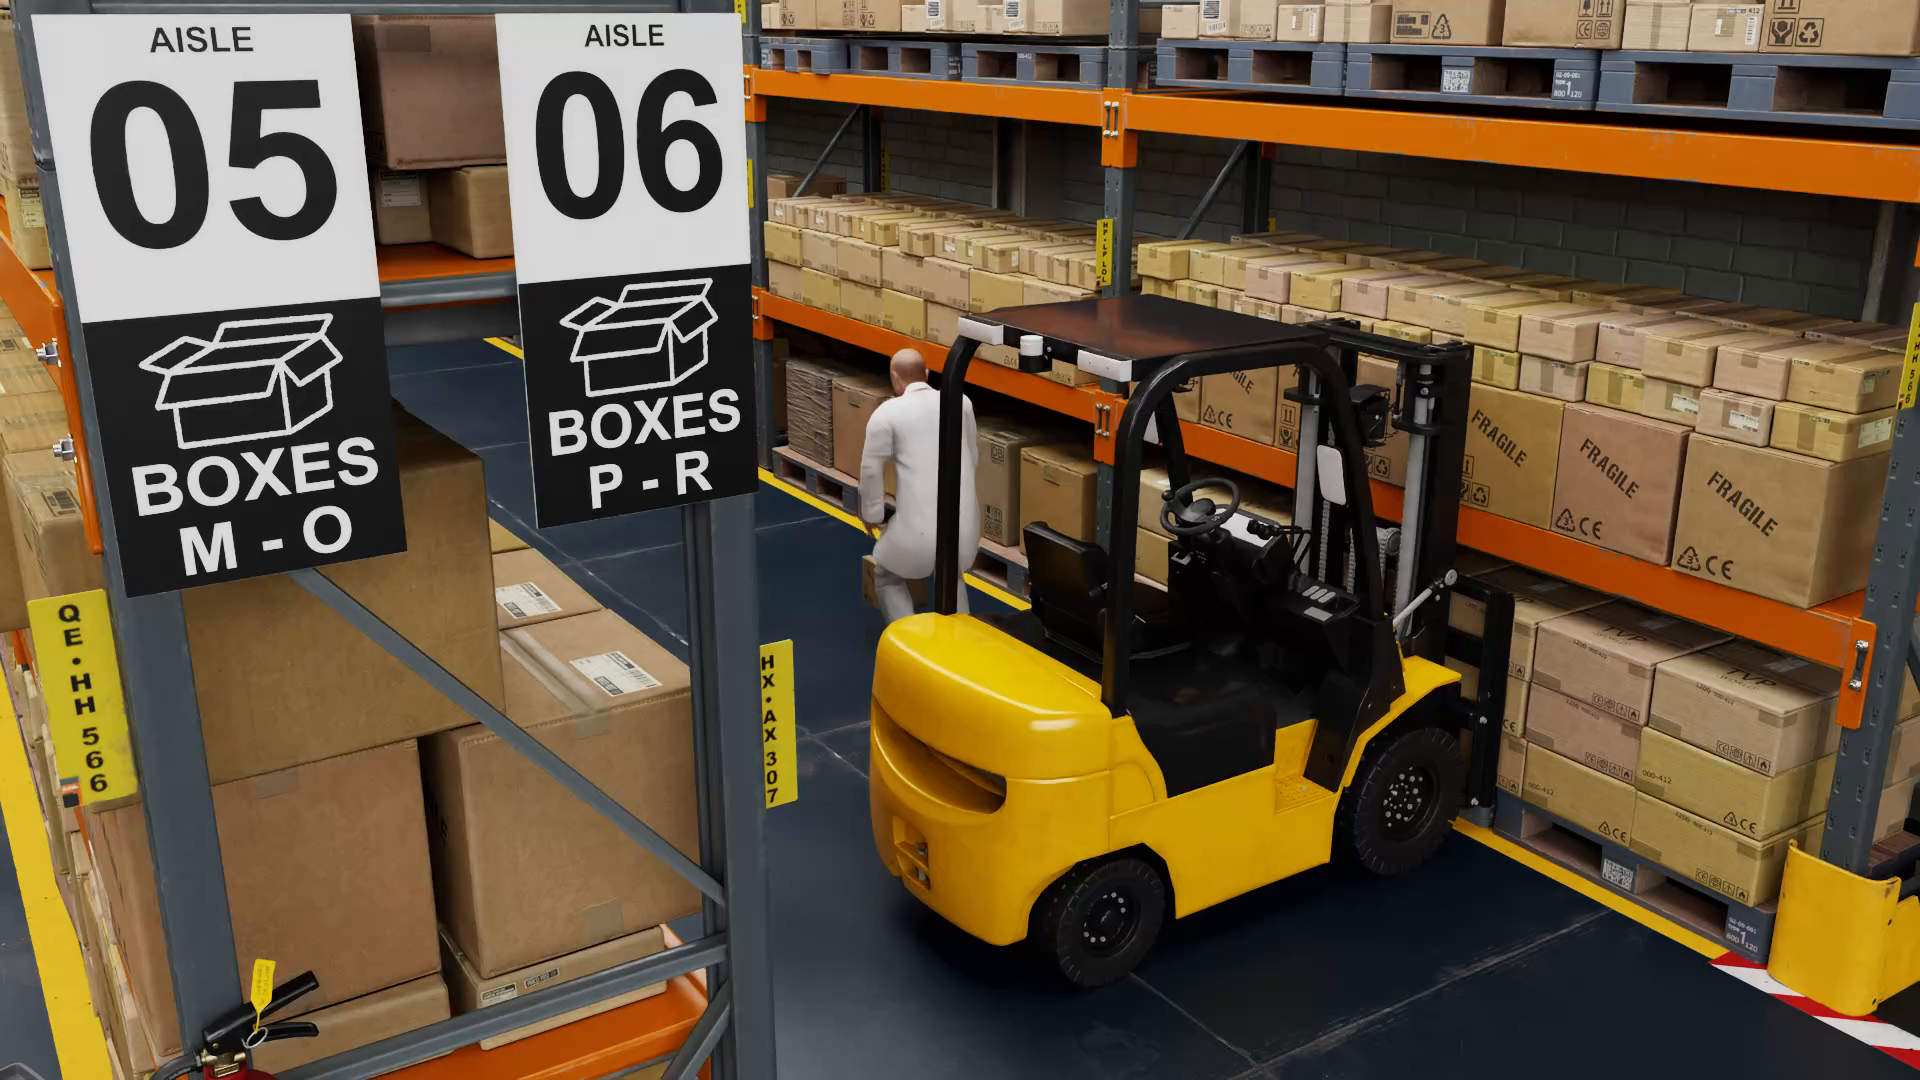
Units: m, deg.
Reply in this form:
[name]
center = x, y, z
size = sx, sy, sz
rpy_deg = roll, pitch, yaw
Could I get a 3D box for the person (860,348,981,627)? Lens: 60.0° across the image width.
[person]
center = -0.184, -0.105, 8.157
size = 0.615, 1.634, 0.539
rpy_deg = -7, 19, -21
